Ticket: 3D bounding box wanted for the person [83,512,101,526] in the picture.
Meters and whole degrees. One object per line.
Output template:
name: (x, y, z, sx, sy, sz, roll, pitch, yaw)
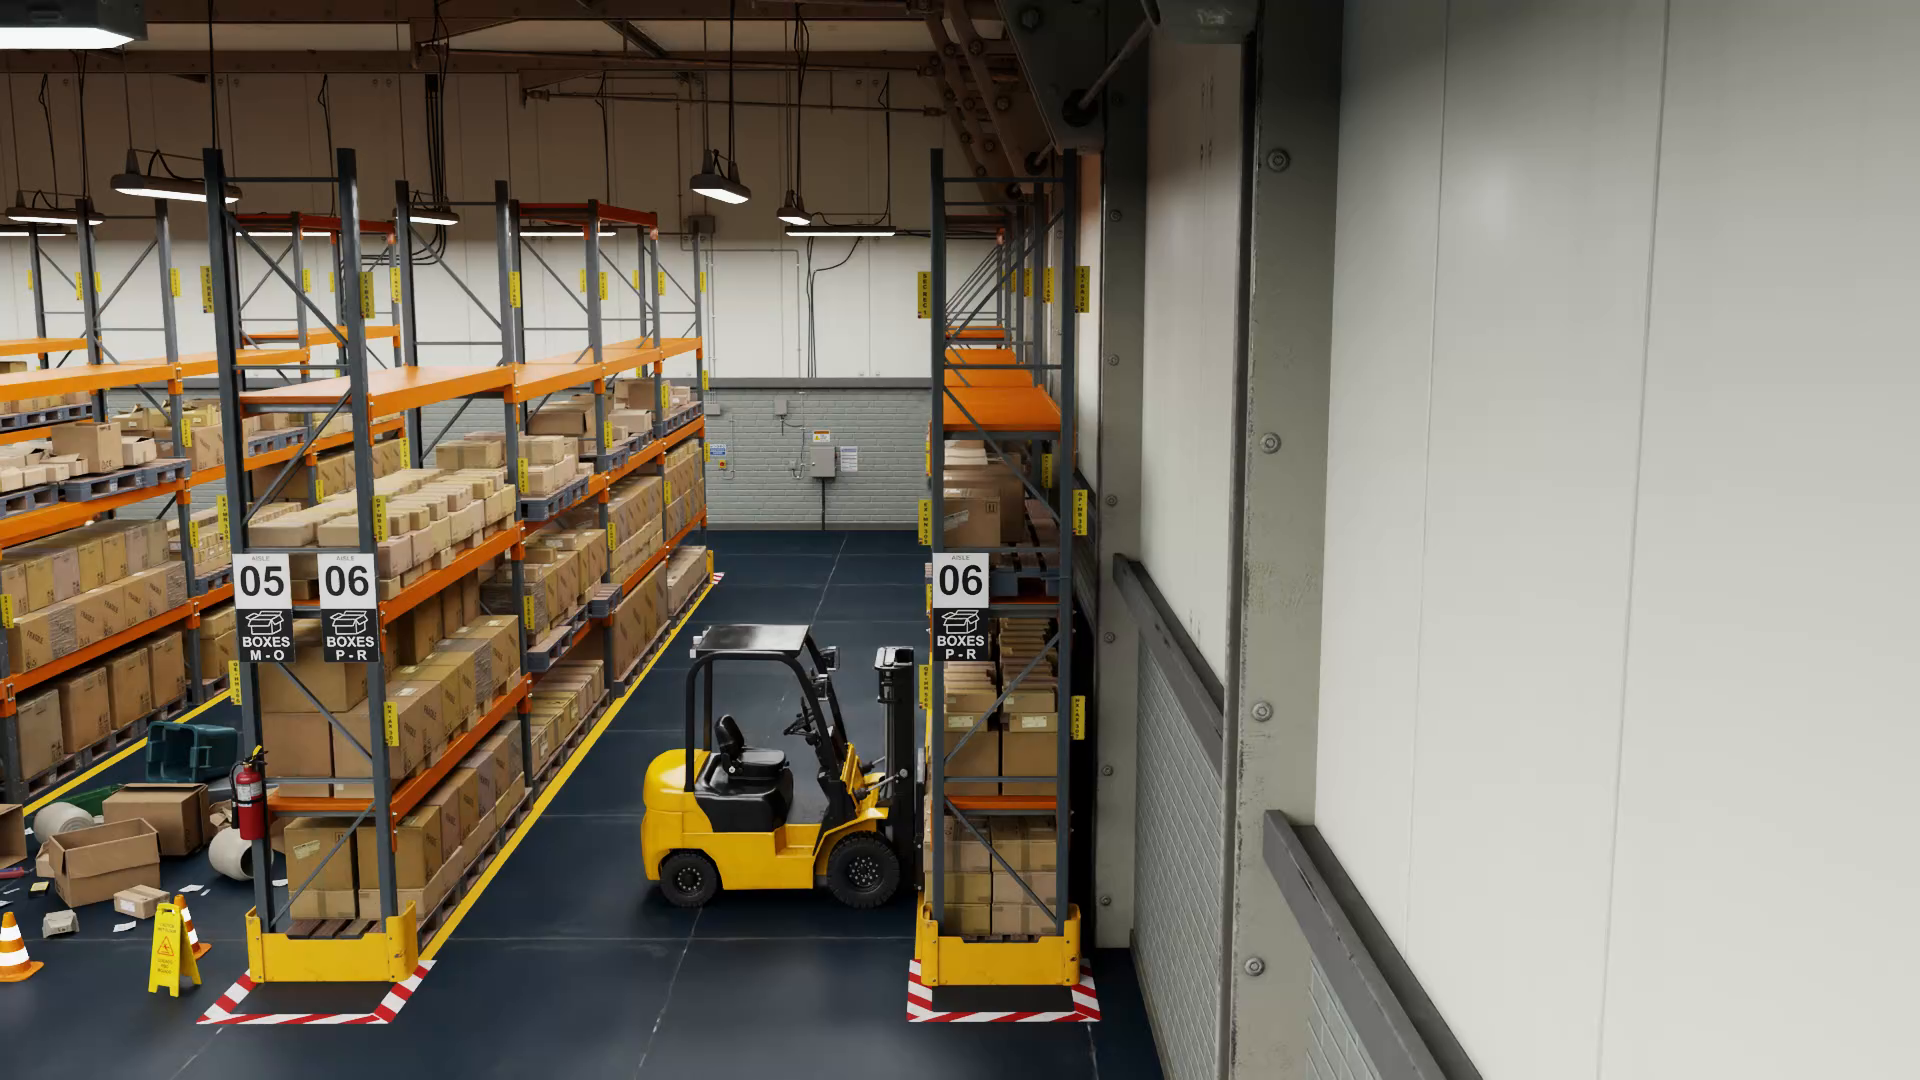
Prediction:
person: (-12.813, 0.331, 24.851, 0.702, 1.762, 0.807, -1, 9, -7)
